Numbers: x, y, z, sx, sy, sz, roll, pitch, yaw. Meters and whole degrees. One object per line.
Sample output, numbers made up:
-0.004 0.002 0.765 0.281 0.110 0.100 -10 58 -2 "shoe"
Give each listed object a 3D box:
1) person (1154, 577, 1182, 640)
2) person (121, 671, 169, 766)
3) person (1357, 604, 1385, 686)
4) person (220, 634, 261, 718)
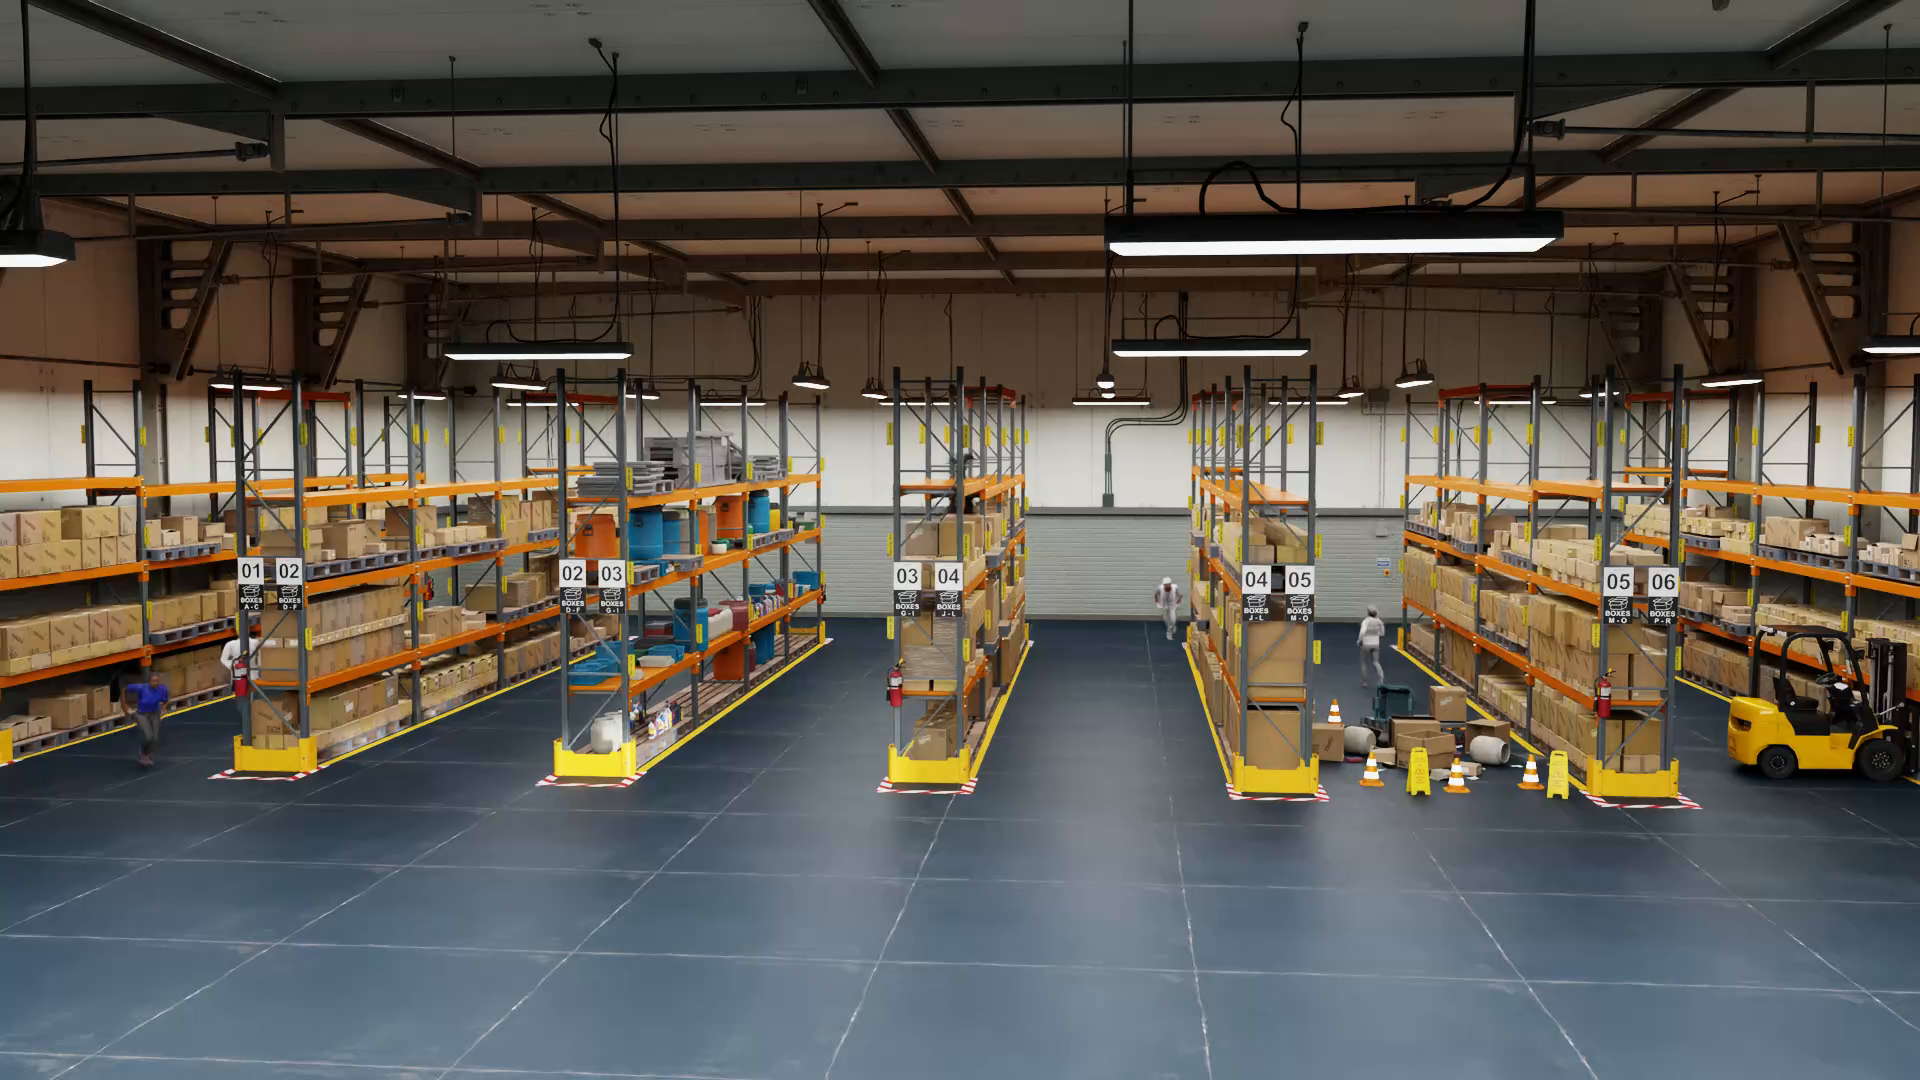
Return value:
5.147 1.675 41.045 0.695 1.574 1.023 1 4 15 "person"
-12.243 2.695 25.006 0.613 1.488 0.884 -3 5 -44 "person"
8.171 2.106 33.052 0.607 1.660 0.870 -1 4 -8 "person"
-12.425 2.345 28.829 0.697 1.742 0.939 -1 4 -20 "person"
